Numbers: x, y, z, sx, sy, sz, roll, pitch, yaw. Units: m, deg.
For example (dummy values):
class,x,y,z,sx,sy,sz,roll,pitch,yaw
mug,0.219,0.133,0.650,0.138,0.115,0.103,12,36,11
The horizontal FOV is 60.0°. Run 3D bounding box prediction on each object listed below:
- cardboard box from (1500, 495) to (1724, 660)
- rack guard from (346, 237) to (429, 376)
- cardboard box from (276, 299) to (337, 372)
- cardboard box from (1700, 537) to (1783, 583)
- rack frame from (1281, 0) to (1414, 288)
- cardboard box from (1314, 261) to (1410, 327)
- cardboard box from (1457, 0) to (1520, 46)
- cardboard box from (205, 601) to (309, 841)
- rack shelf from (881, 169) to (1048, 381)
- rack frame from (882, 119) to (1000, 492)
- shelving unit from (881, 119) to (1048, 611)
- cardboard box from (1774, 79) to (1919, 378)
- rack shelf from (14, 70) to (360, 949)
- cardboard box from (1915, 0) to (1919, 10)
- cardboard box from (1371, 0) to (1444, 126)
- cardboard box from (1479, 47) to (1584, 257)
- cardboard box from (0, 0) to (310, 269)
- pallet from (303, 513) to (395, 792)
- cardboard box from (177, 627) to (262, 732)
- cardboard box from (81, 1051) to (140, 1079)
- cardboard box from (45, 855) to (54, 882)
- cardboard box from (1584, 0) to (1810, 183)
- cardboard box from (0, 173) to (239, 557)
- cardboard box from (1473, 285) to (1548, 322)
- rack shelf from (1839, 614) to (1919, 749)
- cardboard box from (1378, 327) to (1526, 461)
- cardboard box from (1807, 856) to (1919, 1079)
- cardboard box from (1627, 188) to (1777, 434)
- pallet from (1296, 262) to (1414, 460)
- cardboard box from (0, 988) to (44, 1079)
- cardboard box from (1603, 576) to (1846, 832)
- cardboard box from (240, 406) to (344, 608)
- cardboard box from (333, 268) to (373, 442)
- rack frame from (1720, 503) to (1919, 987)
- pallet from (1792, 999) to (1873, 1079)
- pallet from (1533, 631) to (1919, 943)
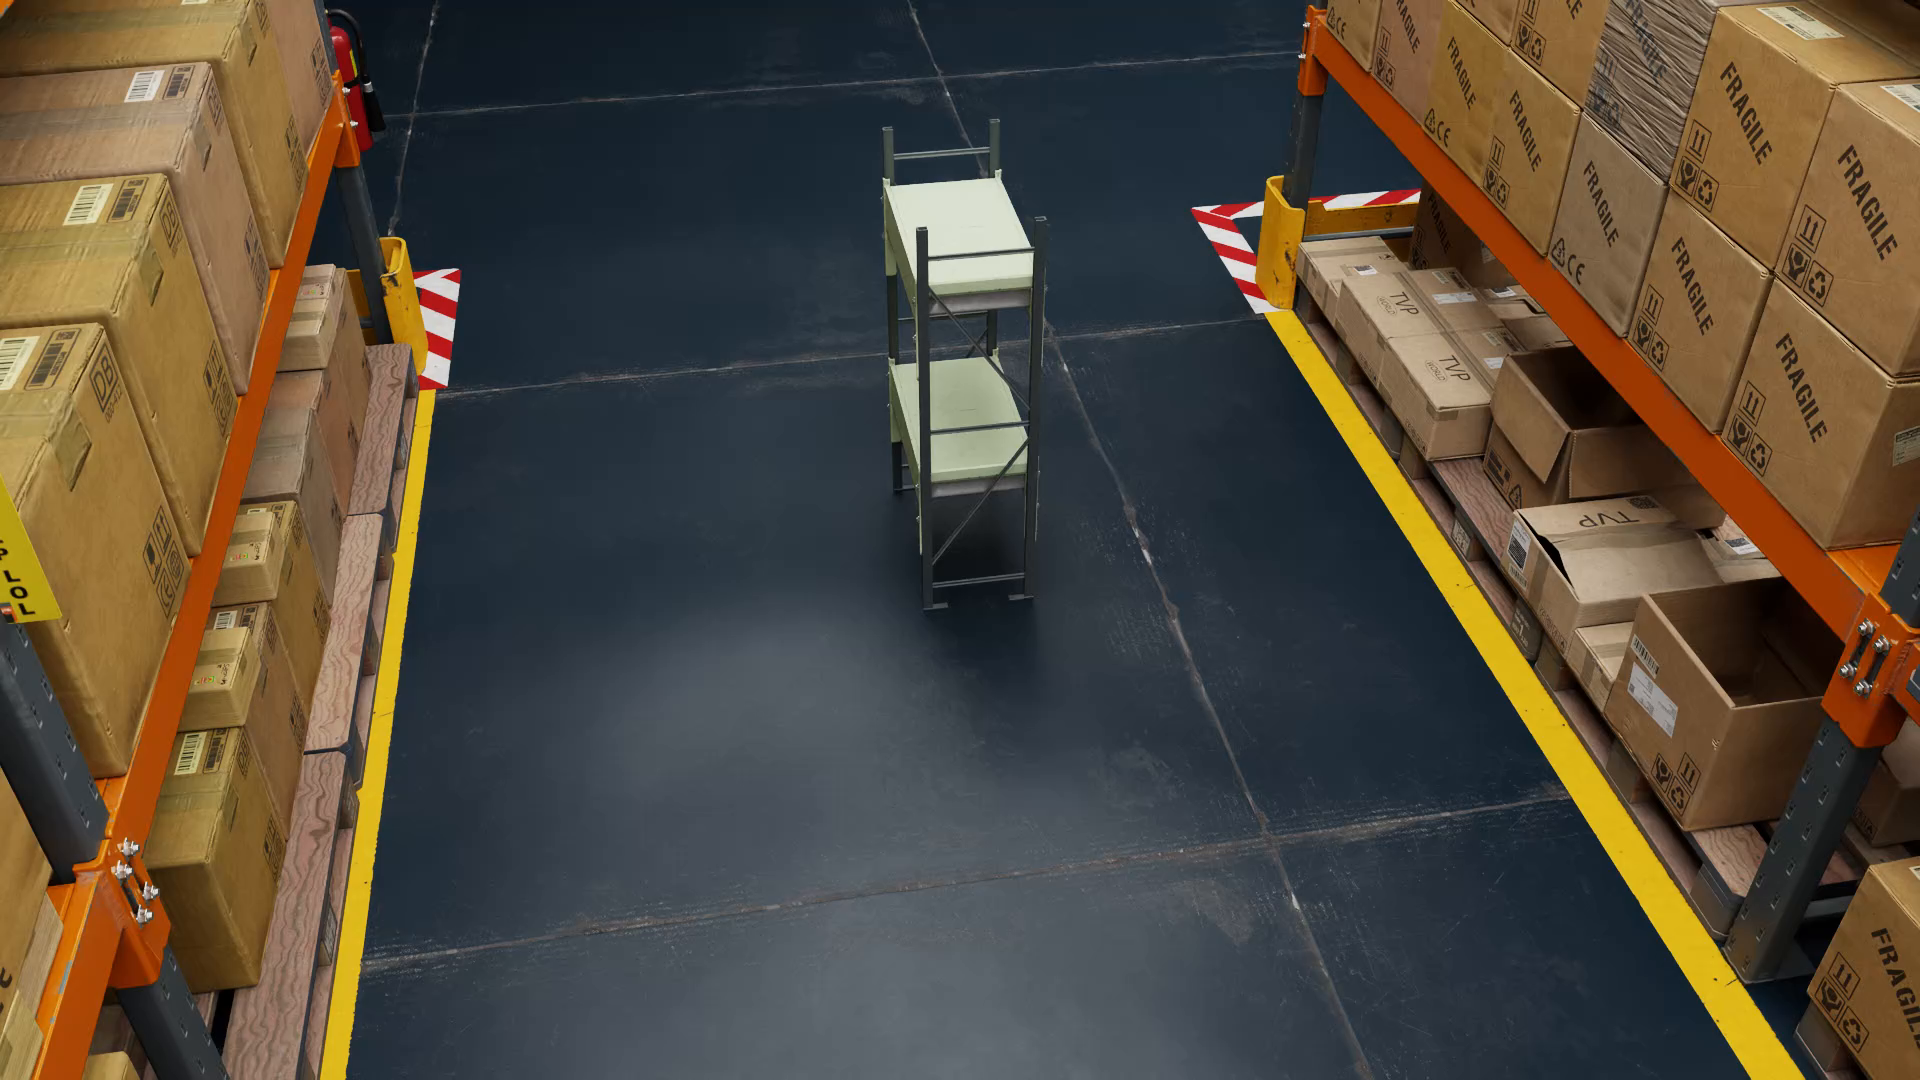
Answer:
class,x,y,z,sx,sy,sz,roll,pitch,yaw
cardboard box,2.159,0.094,5.517,0.500,0.311,0.500,-6,38,-8
rack guard,-2.912,-0.936,7.047,1.175,0.500,0.348,-6,38,-8
cardboard box,-2.439,-0.719,5.897,0.380,0.149,0.250,-5,38,-7
cardboard box,2.648,0.119,5.602,0.380,0.166,0.250,-6,38,-8
rack frame,1.969,-2.444,6.951,1.000,3.000,0.127,-6,38,-8
cardboard box,1.747,-1.058,7.117,0.380,0.166,0.250,-6,38,-8
cardboard box,1.969,-1.964,5.437,0.500,0.500,0.500,-6,38,-7
cardboard box,-2.321,0.562,4.777,0.700,0.500,0.500,-7,38,-8
rack shelf,0.001,-0.896,5.545,0.431,0.370,0.720,-6,38,-8
rack frame,-0.063,-0.809,6.069,0.400,1.500,0.023,-6,38,-8
shelving unit,0.001,-0.588,5.785,0.431,1.500,0.755,-6,38,-8
cardboard box,2.326,-0.740,3.861,0.500,0.500,0.500,-6,38,-8
rack shelf,-2.557,-0.417,4.928,1.077,0.370,4.000,-6,38,-8
cardboard box,2.773,-1.089,4.310,0.500,0.500,0.500,-7,38,-9
cardboard box,1.882,-1.876,6.138,0.500,0.500,0.500,-7,38,-8
cardboard box,2.054,-1.270,5.359,0.500,0.500,0.500,-6,38,-7
cardboard box,-2.670,-1.282,5.211,0.980,0.700,0.700,-7,38,-8
pallet,-2.480,0.402,5.560,1.003,0.211,1.213,-6,38,-8
cardboard box,-2.117,0.383,4.478,0.380,0.149,0.250,-5,38,-6
cardboard box,-1.965,1.569,3.195,0.750,0.750,0.750,-6,38,-7
cardboard box,-2.407,0.719,4.046,0.380,0.149,0.250,-6,38,-8
cardboard box,2.146,-1.353,4.650,0.500,0.500,0.500,-6,38,-8
cardboard box,-2.408,-0.382,4.052,0.980,0.700,0.700,-7,38,-9
cardboard box,2.289,-0.942,6.969,0.380,0.166,0.250,-6,38,-8
rack shelf,3.020,1.464,2.507,1.077,0.370,4.000,-6,38,-8
cardboard box,1.960,-0.569,6.420,0.500,0.250,0.500,-6,38,-8
cardboard box,2.515,1.104,4.063,0.500,0.500,0.500,-8,39,-10
cardboard box,2.238,-0.653,4.564,0.500,0.500,0.500,-5,38,-7
pallet,2.123,-0.815,7.127,1.003,0.211,1.213,-6,38,-8
cardboard box,-1.801,0.922,2.806,0.380,0.149,0.250,-6,38,-7
cardboard box,2.291,0.472,4.876,0.500,0.500,0.500,-6,38,-8
cardboard box,-2.510,-0.069,5.590,0.700,0.500,0.500,-7,38,-9
cardboard box,-2.687,-0.675,6.370,0.700,0.500,0.500,-6,38,-8
rack frame,2.670,-0.028,3.841,1.000,3.000,0.127,-6,38,-8
pallet,2.850,1.561,4.069,1.003,0.211,1.213,-6,38,-8
pallet,2.550,0.659,5.230,1.003,0.211,1.213,-6,38,-8
